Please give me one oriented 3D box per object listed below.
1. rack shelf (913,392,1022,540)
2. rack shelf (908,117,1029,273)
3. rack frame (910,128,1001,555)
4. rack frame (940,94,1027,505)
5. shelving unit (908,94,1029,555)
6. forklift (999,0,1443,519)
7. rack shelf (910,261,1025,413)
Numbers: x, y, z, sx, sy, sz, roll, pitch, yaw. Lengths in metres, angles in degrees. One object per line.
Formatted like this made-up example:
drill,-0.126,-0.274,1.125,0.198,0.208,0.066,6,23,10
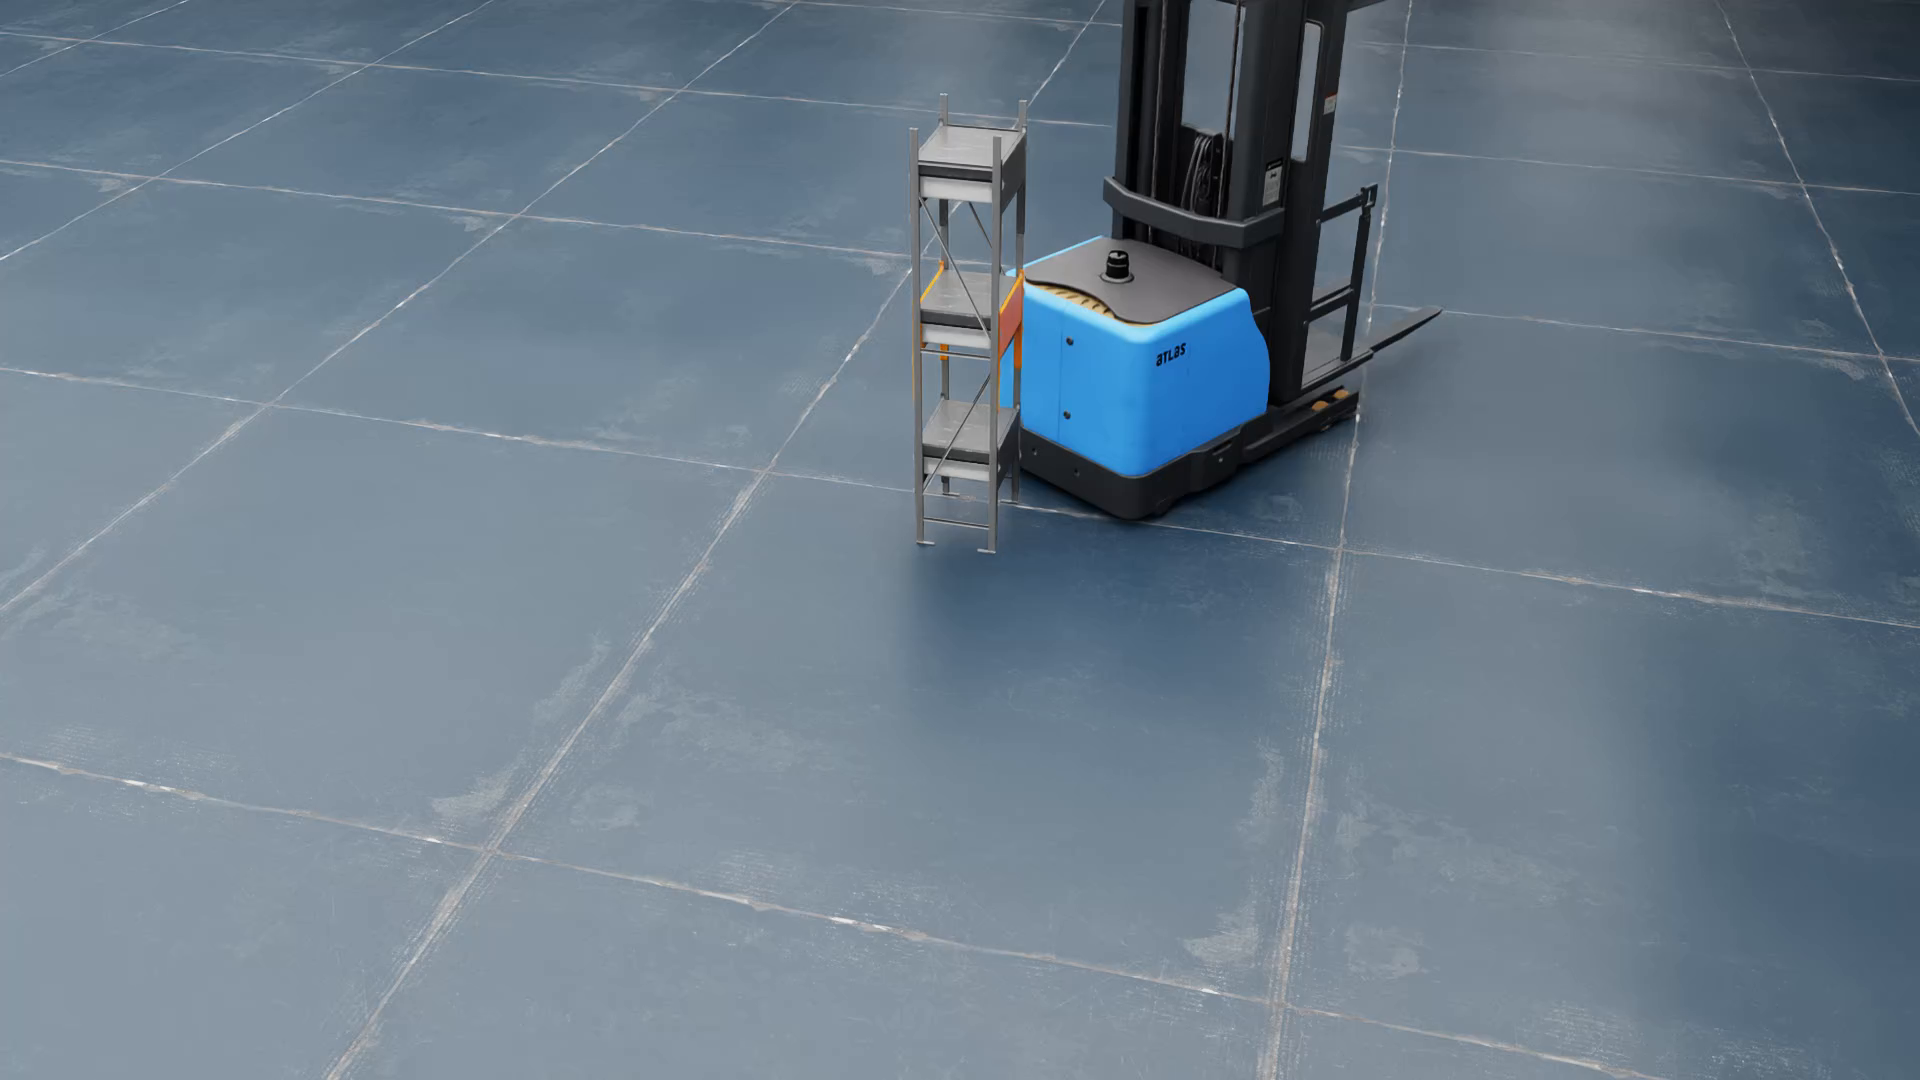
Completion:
rack shelf,0.042,-0.370,8.205,0.431,0.518,0.480,8,33,12
rack shelf,0.042,-1.551,7.454,0.431,0.518,0.480,8,33,12
rack frame,-0.020,-0.845,7.623,0.400,2.100,0.015,8,33,12
rack frame,0.104,-1.099,8.021,0.400,2.100,0.015,8,33,12
shelving unit,0.042,-0.972,7.822,0.431,2.100,0.503,8,33,12
forklift,1.588,-2.019,8.694,3.031,2.935,1.130,-27,41,-35
rack shelf,0.042,-0.960,7.829,0.431,0.518,0.480,8,33,12
